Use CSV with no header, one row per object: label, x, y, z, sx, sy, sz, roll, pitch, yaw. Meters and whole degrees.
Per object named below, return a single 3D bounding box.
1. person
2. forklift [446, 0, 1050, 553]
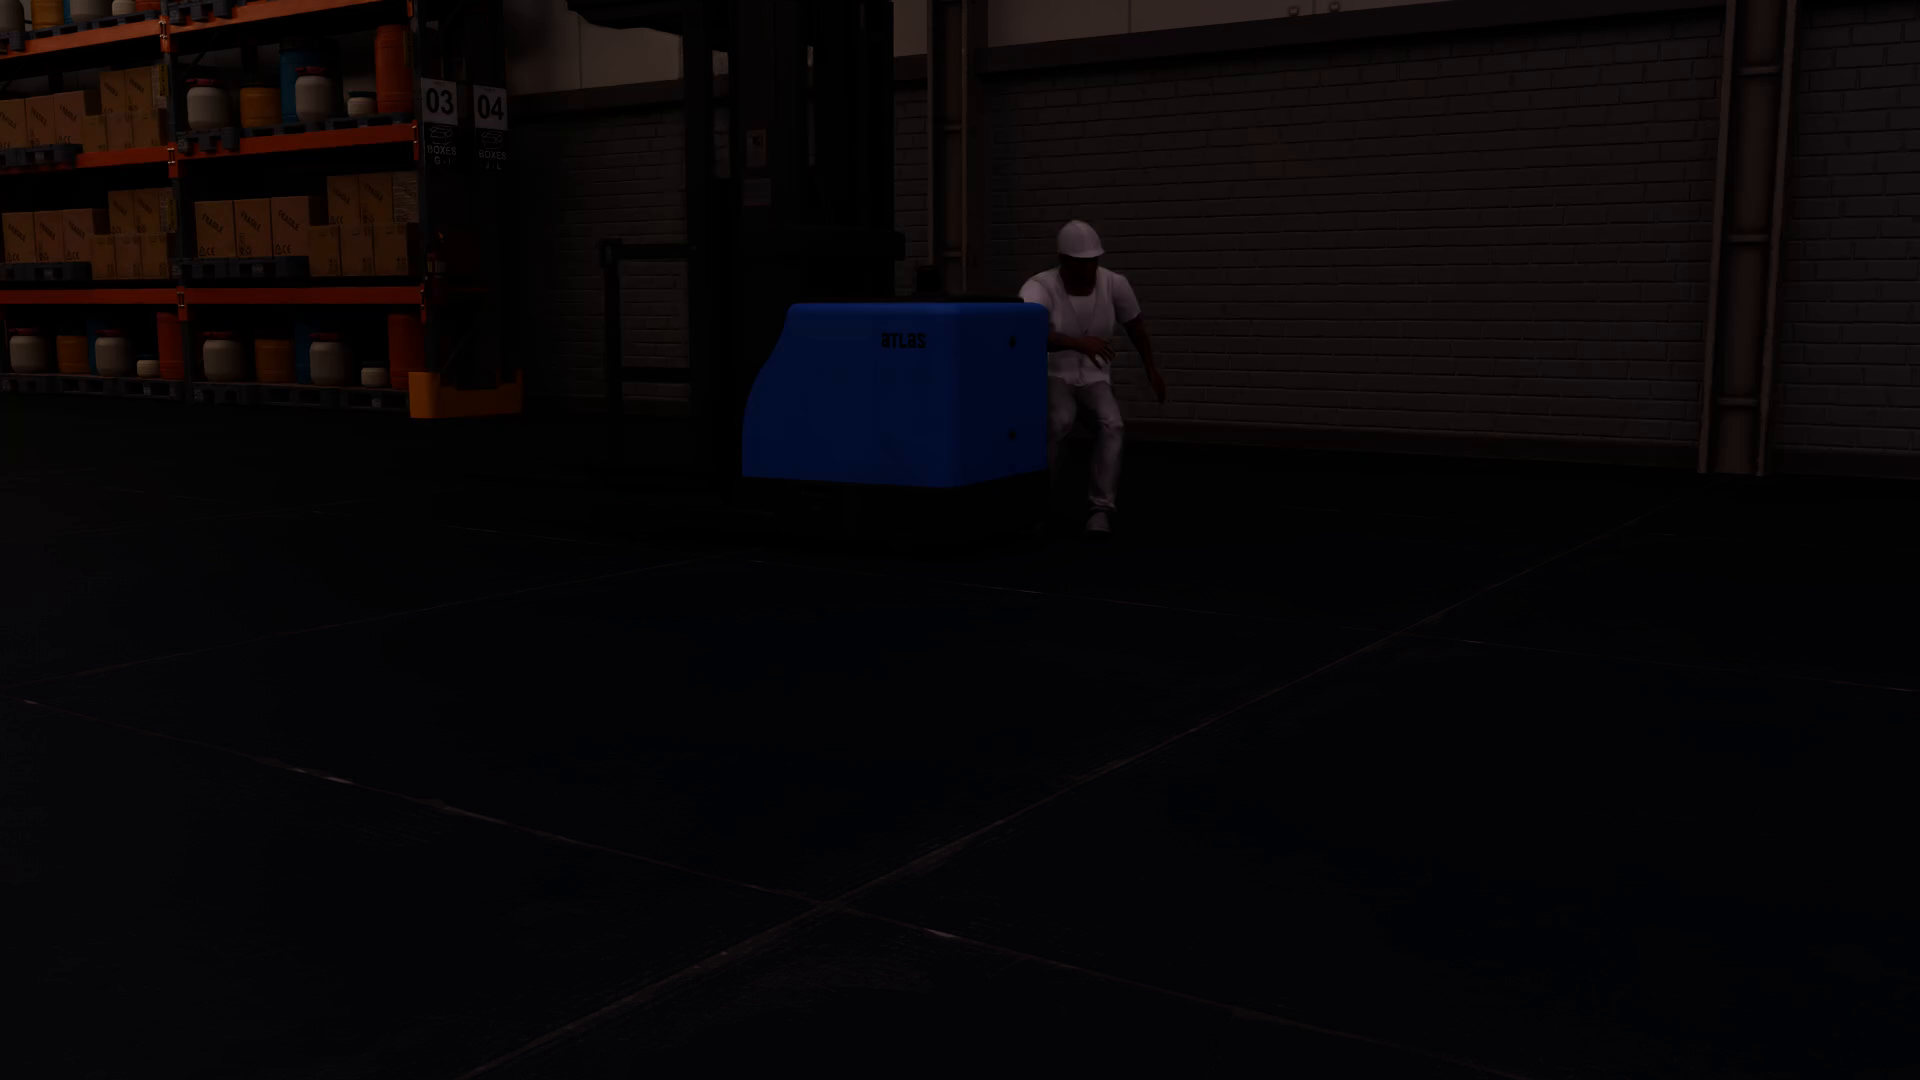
person,0.678,-0.761,7.945,0.937,1.525,0.929,-3,8,-17
forklift,-1.125,-1.518,7.864,3.031,2.935,1.130,4,9,28
